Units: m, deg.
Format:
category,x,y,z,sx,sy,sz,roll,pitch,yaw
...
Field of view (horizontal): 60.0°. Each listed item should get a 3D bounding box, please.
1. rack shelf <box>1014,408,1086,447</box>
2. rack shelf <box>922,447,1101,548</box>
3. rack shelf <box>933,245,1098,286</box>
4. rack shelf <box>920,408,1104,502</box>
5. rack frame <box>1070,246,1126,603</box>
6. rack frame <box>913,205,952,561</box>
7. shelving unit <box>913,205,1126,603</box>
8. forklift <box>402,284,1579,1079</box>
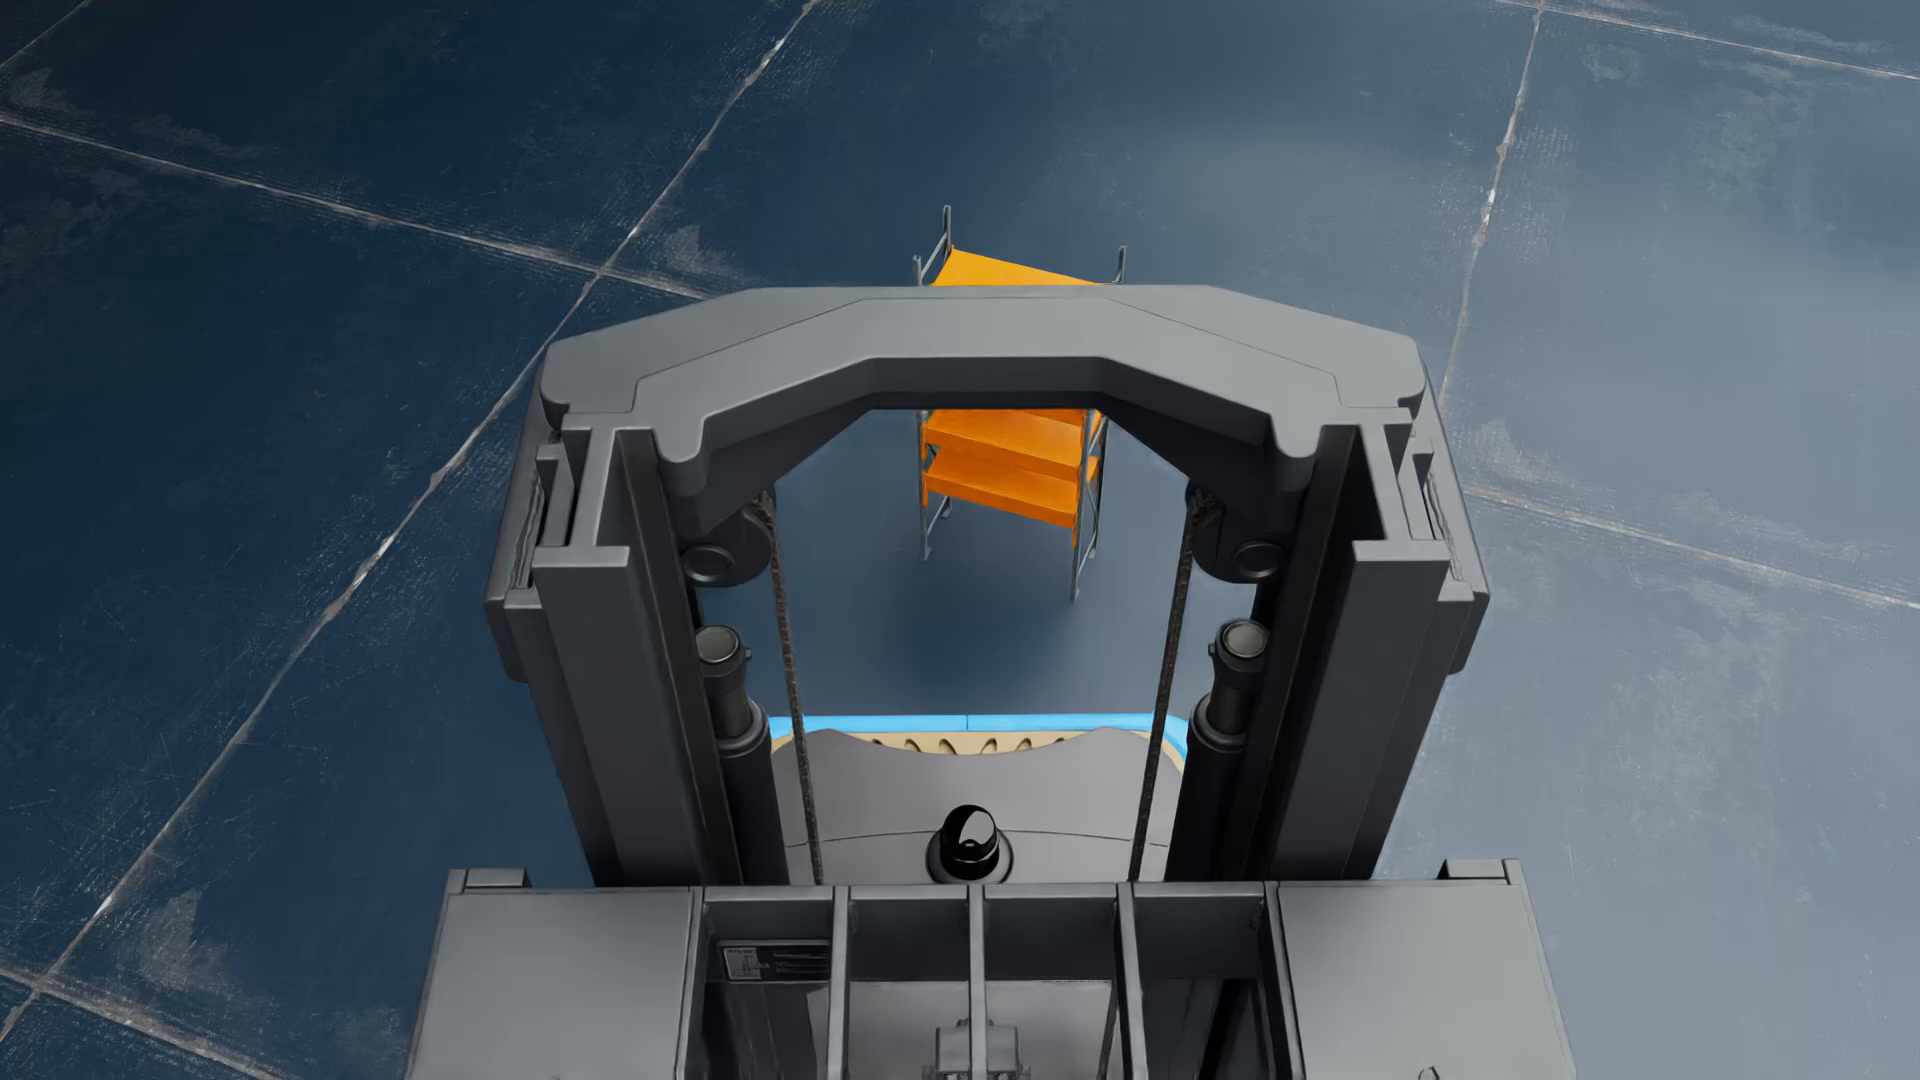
category,x,y,z,sx,sy,sz,roll,pitch,yaw
rack shelf,0.155,-0.452,4.641,0.480,0.148,0.258,16,51,13
rack shelf,0.155,-0.176,4.960,0.480,0.148,0.258,16,51,13
rack shelf,0.155,-0.607,4.462,0.480,0.148,0.258,16,51,13
rack shelf,0.155,-0.306,4.810,0.480,0.148,0.258,16,51,13
rack frame,0.384,-0.286,4.704,0.015,1.200,0.240,16,51,13
rack frame,-0.074,-0.414,4.814,0.015,1.200,0.240,16,51,13
shelving unit,0.155,-0.350,4.759,0.503,1.200,0.258,16,51,13
forklift,0.029,1.229,2.245,1.130,2.935,3.031,0,49,0
